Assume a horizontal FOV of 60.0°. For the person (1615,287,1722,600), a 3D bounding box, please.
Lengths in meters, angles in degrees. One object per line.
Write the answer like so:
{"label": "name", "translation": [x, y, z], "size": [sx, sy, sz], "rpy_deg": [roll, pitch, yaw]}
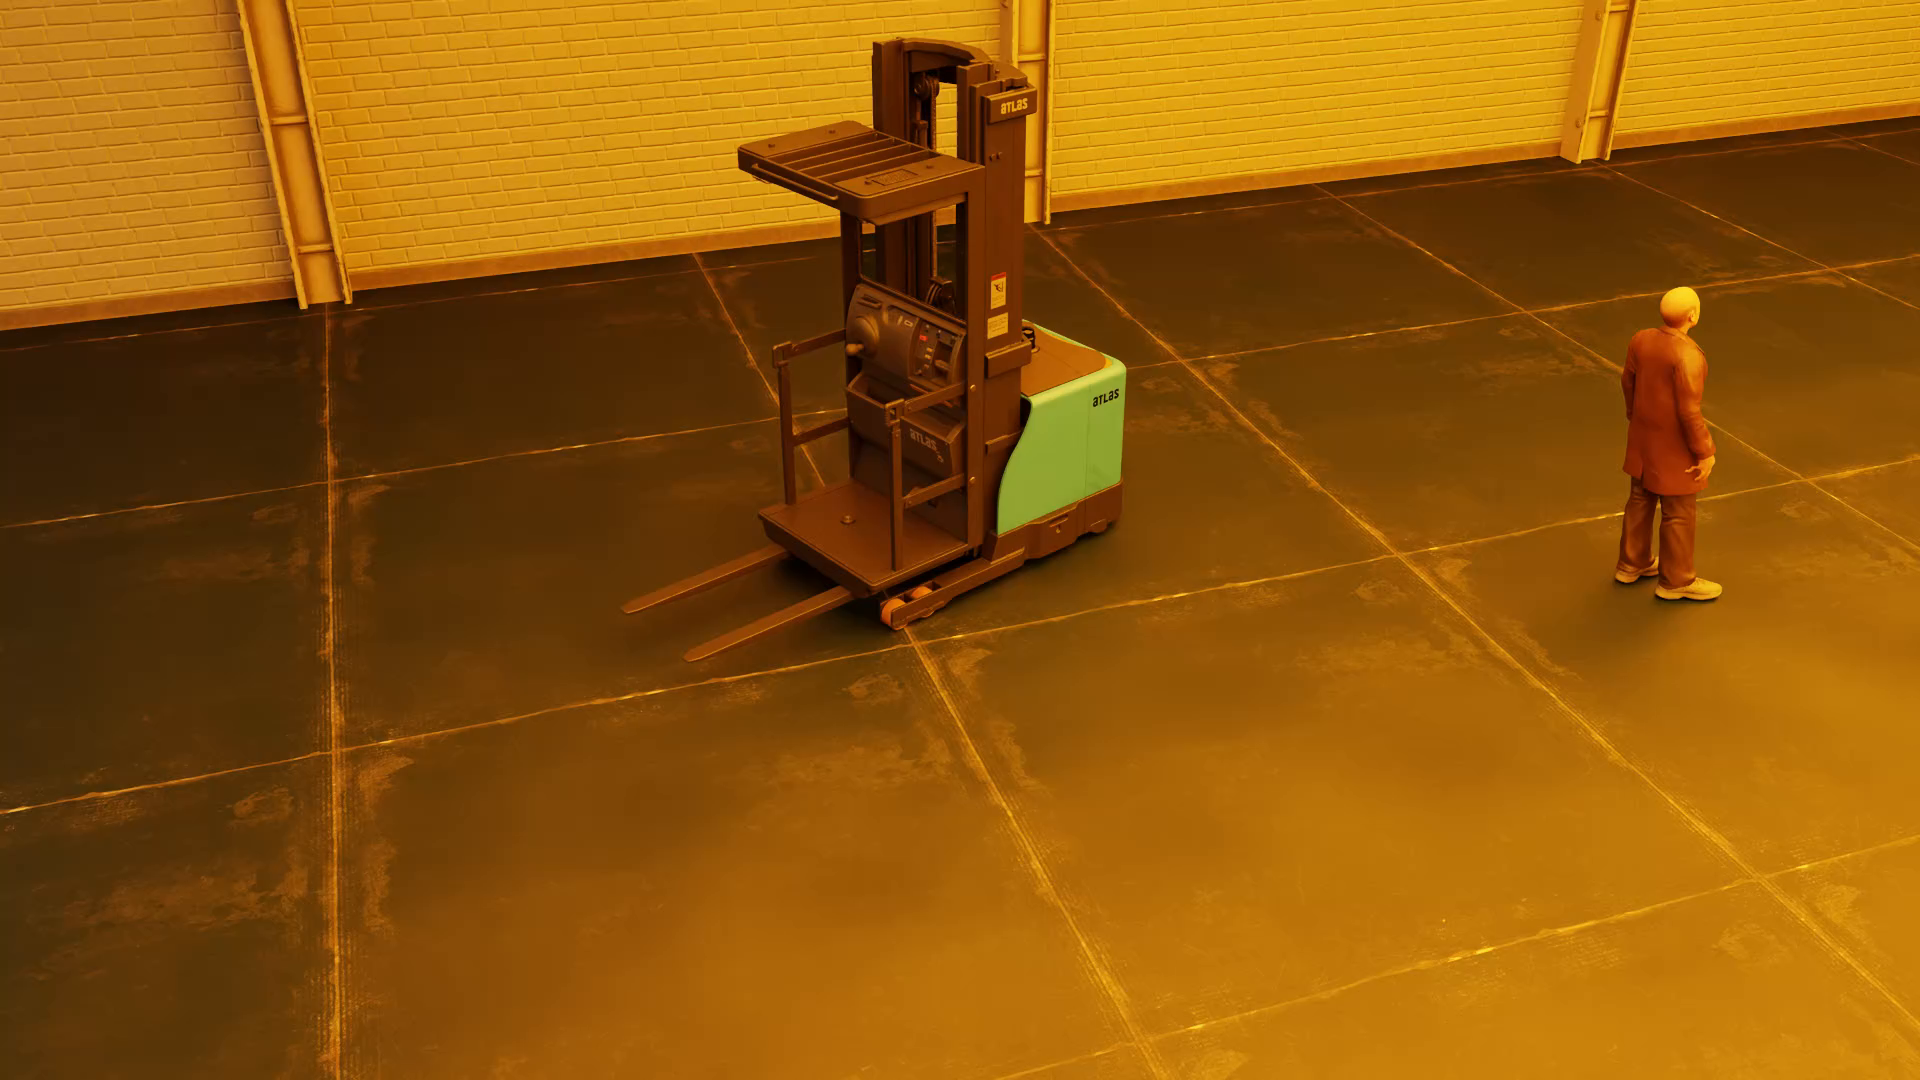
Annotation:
{"label": "person", "translation": [3.972, -0.556, 9.195], "size": [0.582, 1.775, 0.697], "rpy_deg": [-8, 31, -13]}

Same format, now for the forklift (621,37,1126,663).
{"label": "forklift", "translation": [-0.461, -1.072, 8.951], "size": [3.031, 2.935, 1.130], "rpy_deg": [-23, 37, -34]}
